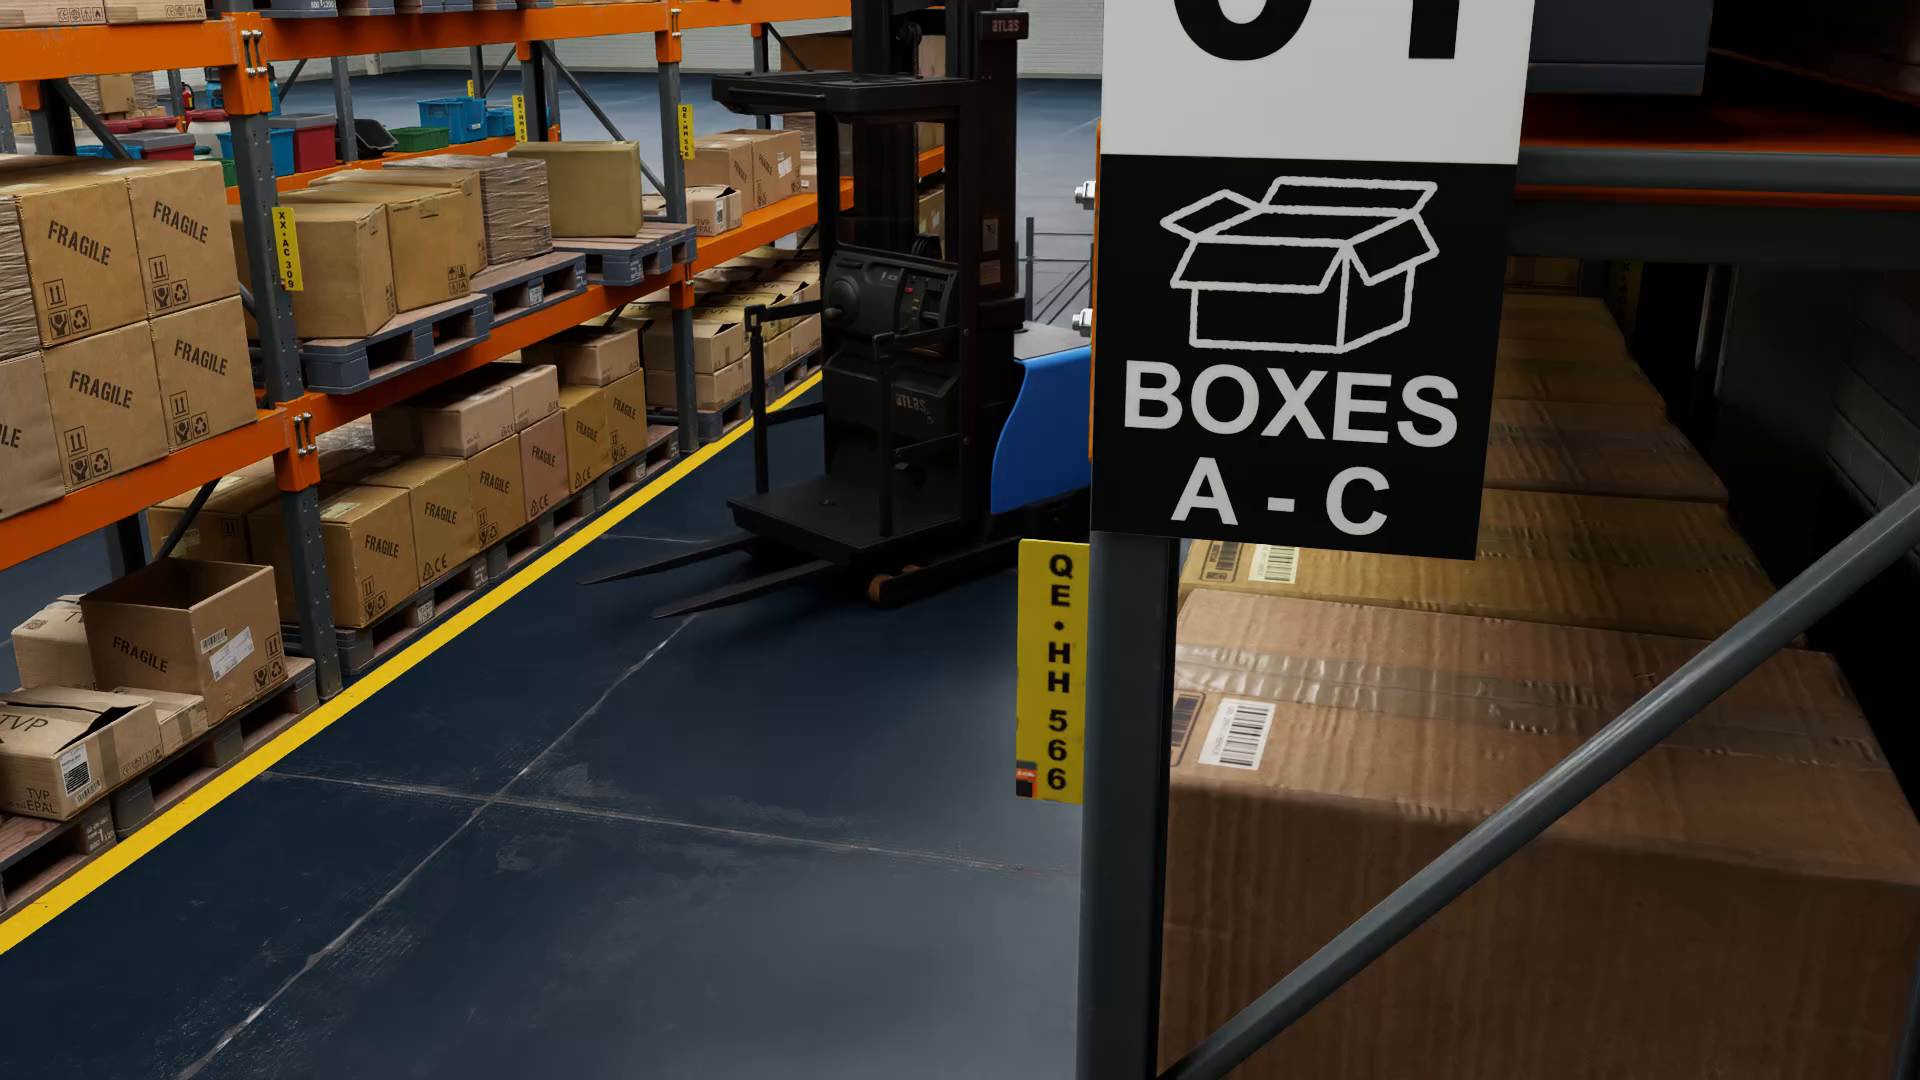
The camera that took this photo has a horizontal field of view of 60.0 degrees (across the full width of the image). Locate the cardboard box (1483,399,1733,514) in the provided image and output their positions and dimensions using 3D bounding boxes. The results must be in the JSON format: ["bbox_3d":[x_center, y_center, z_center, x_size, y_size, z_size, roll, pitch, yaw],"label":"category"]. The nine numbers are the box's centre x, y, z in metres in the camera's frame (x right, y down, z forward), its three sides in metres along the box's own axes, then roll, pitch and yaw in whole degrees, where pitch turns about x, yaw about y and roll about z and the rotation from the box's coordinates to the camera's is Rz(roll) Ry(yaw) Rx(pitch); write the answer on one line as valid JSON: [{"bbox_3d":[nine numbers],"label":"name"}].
[{"bbox_3d":[1.116,0.094,3.807,0.980,0.700,0.700,4,19,11],"label":"cardboard box"}]

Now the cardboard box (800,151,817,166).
[{"bbox_3d":[-1.312,-3.058,13.733,0.500,0.250,0.500,6,20,17],"label":"cardboard box"}]

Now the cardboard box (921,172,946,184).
[{"bbox_3d":[-0.099,-3.602,17.536,0.500,0.500,0.500,5,19,13],"label":"cardboard box"}]

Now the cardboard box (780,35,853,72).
[{"bbox_3d":[-1.132,-4.088,14.353,0.700,0.500,0.500,5,19,14],"label":"cardboard box"}]

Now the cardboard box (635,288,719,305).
[{"bbox_3d":[-2.075,-1.701,12.265,0.500,0.311,0.500,5,19,13],"label":"cardboard box"}]

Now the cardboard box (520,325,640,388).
[{"bbox_3d":[-2.222,-1.084,9.747,0.500,0.250,0.500,5,20,15],"label":"cardboard box"}]

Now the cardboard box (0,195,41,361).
[{"bbox_3d":[-3.307,-0.802,5.195,0.500,0.500,0.500,5,19,14],"label":"cardboard box"}]

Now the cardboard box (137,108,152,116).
[{"bbox_3d":[-9.793,-5.022,19.637,0.380,0.149,0.250,5,19,13],"label":"cardboard box"}]

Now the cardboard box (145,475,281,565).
[{"bbox_3d":[-3.346,0.018,7.682,0.500,0.500,0.500,5,19,13],"label":"cardboard box"}]

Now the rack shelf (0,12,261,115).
[{"bbox_3d":[-3.677,-1.232,4.626,1.077,0.370,4.000,5,19,13],"label":"rack shelf"}]

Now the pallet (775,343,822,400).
[{"bbox_3d":[-1.672,-1.350,12.813,1.003,0.211,1.213,5,19,13],"label":"pallet"}]

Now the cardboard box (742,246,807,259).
[{"bbox_3d":[-1.577,-2.340,14.135,0.500,0.311,0.500,5,19,14],"label":"cardboard box"}]

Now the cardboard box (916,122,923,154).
[{"bbox_3d":[-0.759,-3.957,15.978,0.700,0.500,0.500,5,20,15],"label":"cardboard box"}]

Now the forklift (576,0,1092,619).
[{"bbox_3d":[-0.512,-1.241,8.286,3.031,2.935,1.130,-17,25,-41],"label":"forklift"}]

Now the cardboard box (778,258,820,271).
[{"bbox_3d":[-1.176,-2.137,13.540,0.500,0.311,0.500,5,20,15],"label":"cardboard box"}]

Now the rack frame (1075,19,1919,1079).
[{"bbox_3d":[0.635,0.864,2.018,0.949,2.616,0.053,5,19,13],"label":"rack frame"}]

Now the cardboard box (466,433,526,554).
[{"bbox_3d":[-2.585,-0.261,8.499,0.500,0.500,0.500,5,19,14],"label":"cardboard box"}]

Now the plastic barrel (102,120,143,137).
[{"bbox_3d":[-6.768,-3.096,13.400,0.433,0.535,0.433,0,19,0],"label":"plastic barrel"}]

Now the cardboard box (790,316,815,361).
[{"bbox_3d":[-1.430,-1.554,12.700,0.500,0.250,0.500,5,20,14],"label":"cardboard box"}]

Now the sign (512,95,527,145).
[{"bbox_3d":[-2.750,-2.624,10.438,0.100,0.325,0.005,5,19,13],"label":"sign"}]

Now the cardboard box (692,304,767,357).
[{"bbox_3d":[-1.678,-1.503,11.683,0.500,0.311,0.500,4,19,12],"label":"cardboard box"}]

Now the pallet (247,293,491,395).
[{"bbox_3d":[-2.888,-0.931,7.569,1.003,0.211,1.213,5,19,13],"label":"pallet"}]

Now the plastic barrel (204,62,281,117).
[{"bbox_3d":[-6.425,-3.820,14.954,0.600,0.901,0.708,5,19,13],"label":"plastic barrel"}]

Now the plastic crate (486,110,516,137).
[{"bbox_3d":[-5.055,-4.479,17.891,0.499,0.251,0.408,5,19,13],"label":"plastic crate"}]

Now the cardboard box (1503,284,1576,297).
[{"bbox_3d":[1.973,-0.711,5.984,0.500,0.500,0.500,4,19,12],"label":"cardboard box"}]

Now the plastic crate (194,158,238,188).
[{"bbox_3d":[-6.188,-3.011,13.690,0.450,0.188,0.662,5,19,13],"label":"plastic crate"}]

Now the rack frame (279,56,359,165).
[{"bbox_3d":[-6.036,-3.679,15.319,1.000,3.000,0.127,5,19,13],"label":"rack frame"}]

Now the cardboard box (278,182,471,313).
[{"bbox_3d":[-2.749,-1.377,7.774,0.700,0.500,0.500,8,20,22],"label":"cardboard box"}]

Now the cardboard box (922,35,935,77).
[{"bbox_3d":[-0.642,-4.717,16.195,0.700,0.500,0.500,5,19,14],"label":"cardboard box"}]

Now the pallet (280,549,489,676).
[{"bbox_3d":[-3.027,0.282,8.035,1.003,0.211,1.213,5,19,13],"label":"pallet"}]

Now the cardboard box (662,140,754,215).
[{"bbox_3d":[-1.817,-2.608,12.027,0.500,0.500,0.500,4,19,10],"label":"cardboard box"}]

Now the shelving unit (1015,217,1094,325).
[{"bbox_3d":[0.608,-1.164,10.275,0.538,1.500,1.048,2,19,7],"label":"shelving unit"}]

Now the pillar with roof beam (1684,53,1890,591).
[{"bbox_3d":[-1.891,-3.281,4.871,9.100,9.000,0.400,5,19,13],"label":"pillar with roof beam"}]

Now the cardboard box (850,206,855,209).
[{"bbox_3d":[-0.703,-2.817,15.240,0.500,0.500,0.500,5,19,13],"label":"cardboard box"}]

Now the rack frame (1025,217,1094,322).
[{"bbox_3d":[0.672,-1.327,10.752,0.500,1.500,0.032,2,19,7],"label":"rack frame"}]

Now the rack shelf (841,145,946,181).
[{"bbox_3d":[-0.745,-3.574,16.122,1.077,0.370,4.000,5,19,13],"label":"rack shelf"}]

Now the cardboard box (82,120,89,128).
[{"bbox_3d":[-10.021,-4.707,18.716,0.380,0.149,0.250,5,19,13],"label":"cardboard box"}]

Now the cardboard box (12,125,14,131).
[{"bbox_3d":[-10.234,-4.307,17.547,0.380,0.149,0.250,5,19,13],"label":"cardboard box"}]

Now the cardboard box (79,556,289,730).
[{"bbox_3d":[-3.053,0.396,6.574,0.500,0.500,0.500,5,19,13],"label":"cardboard box"}]

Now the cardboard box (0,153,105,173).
[{"bbox_3d":[-3.577,-1.175,6.284,0.500,0.500,0.500,5,20,15],"label":"cardboard box"}]

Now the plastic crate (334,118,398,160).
[{"bbox_3d":[-5.785,-3.804,15.780,0.767,0.338,0.504,5,19,13],"label":"plastic crate"}]

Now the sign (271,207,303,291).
[{"bbox_3d":[-2.661,-1.149,6.571,0.100,0.325,0.005,5,19,13],"label":"sign"}]

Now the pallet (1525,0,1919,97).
[{"bbox_3d":[0.810,-0.747,2.230,1.003,0.211,1.213,5,19,13],"label":"pallet"}]

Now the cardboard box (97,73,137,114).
[{"bbox_3d":[-10.029,-5.176,19.086,0.875,0.500,0.500,5,19,13],"label":"cardboard box"}]

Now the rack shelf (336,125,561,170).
[{"bbox_3d":[-5.548,-3.966,17.271,1.077,0.370,4.000,5,19,13],"label":"rack shelf"}]

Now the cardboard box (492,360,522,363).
[{"bbox_3d":[-2.722,-0.774,10.000,0.500,0.500,0.500,4,19,11],"label":"cardboard box"}]
